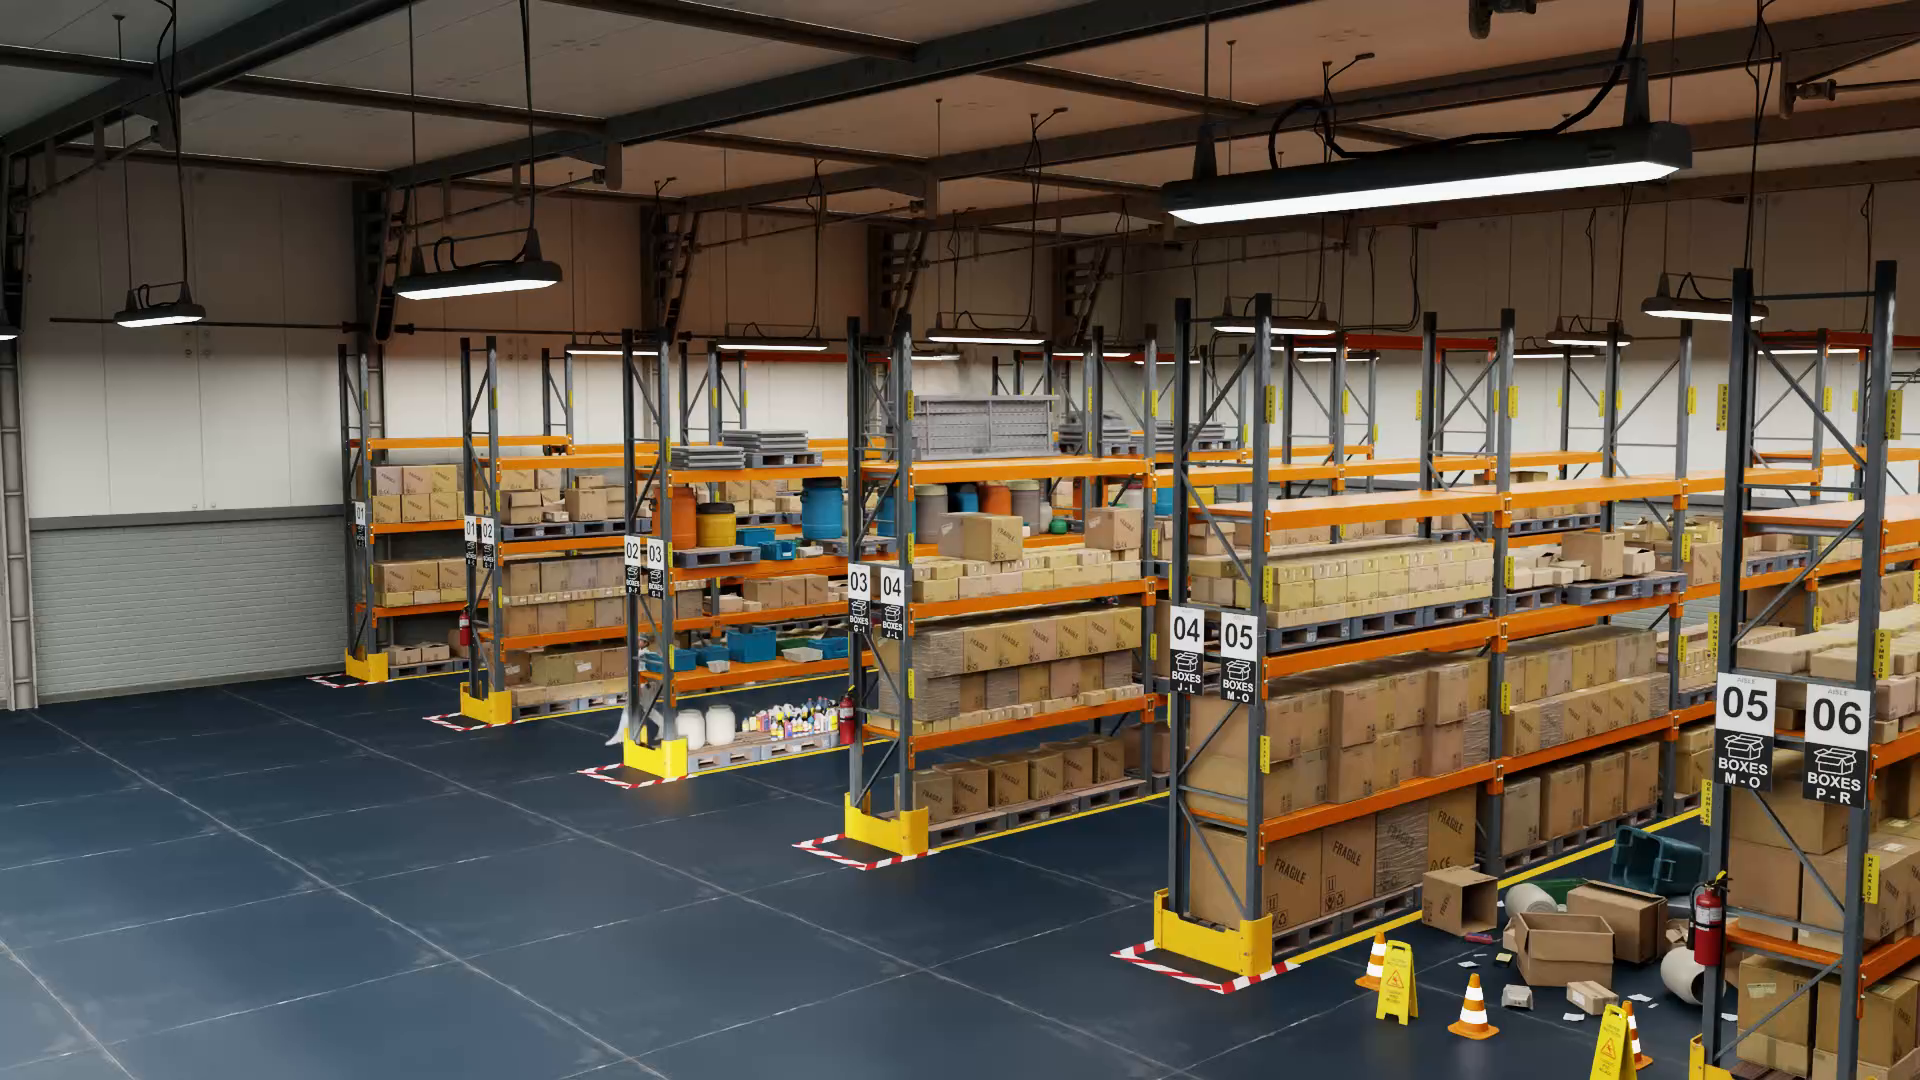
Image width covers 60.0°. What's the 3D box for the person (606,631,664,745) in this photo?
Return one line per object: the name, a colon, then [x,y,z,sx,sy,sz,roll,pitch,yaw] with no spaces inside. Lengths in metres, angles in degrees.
person: [-4.614,2.132,24.048,0.976,1.663,0.628,-5,7,-44]
